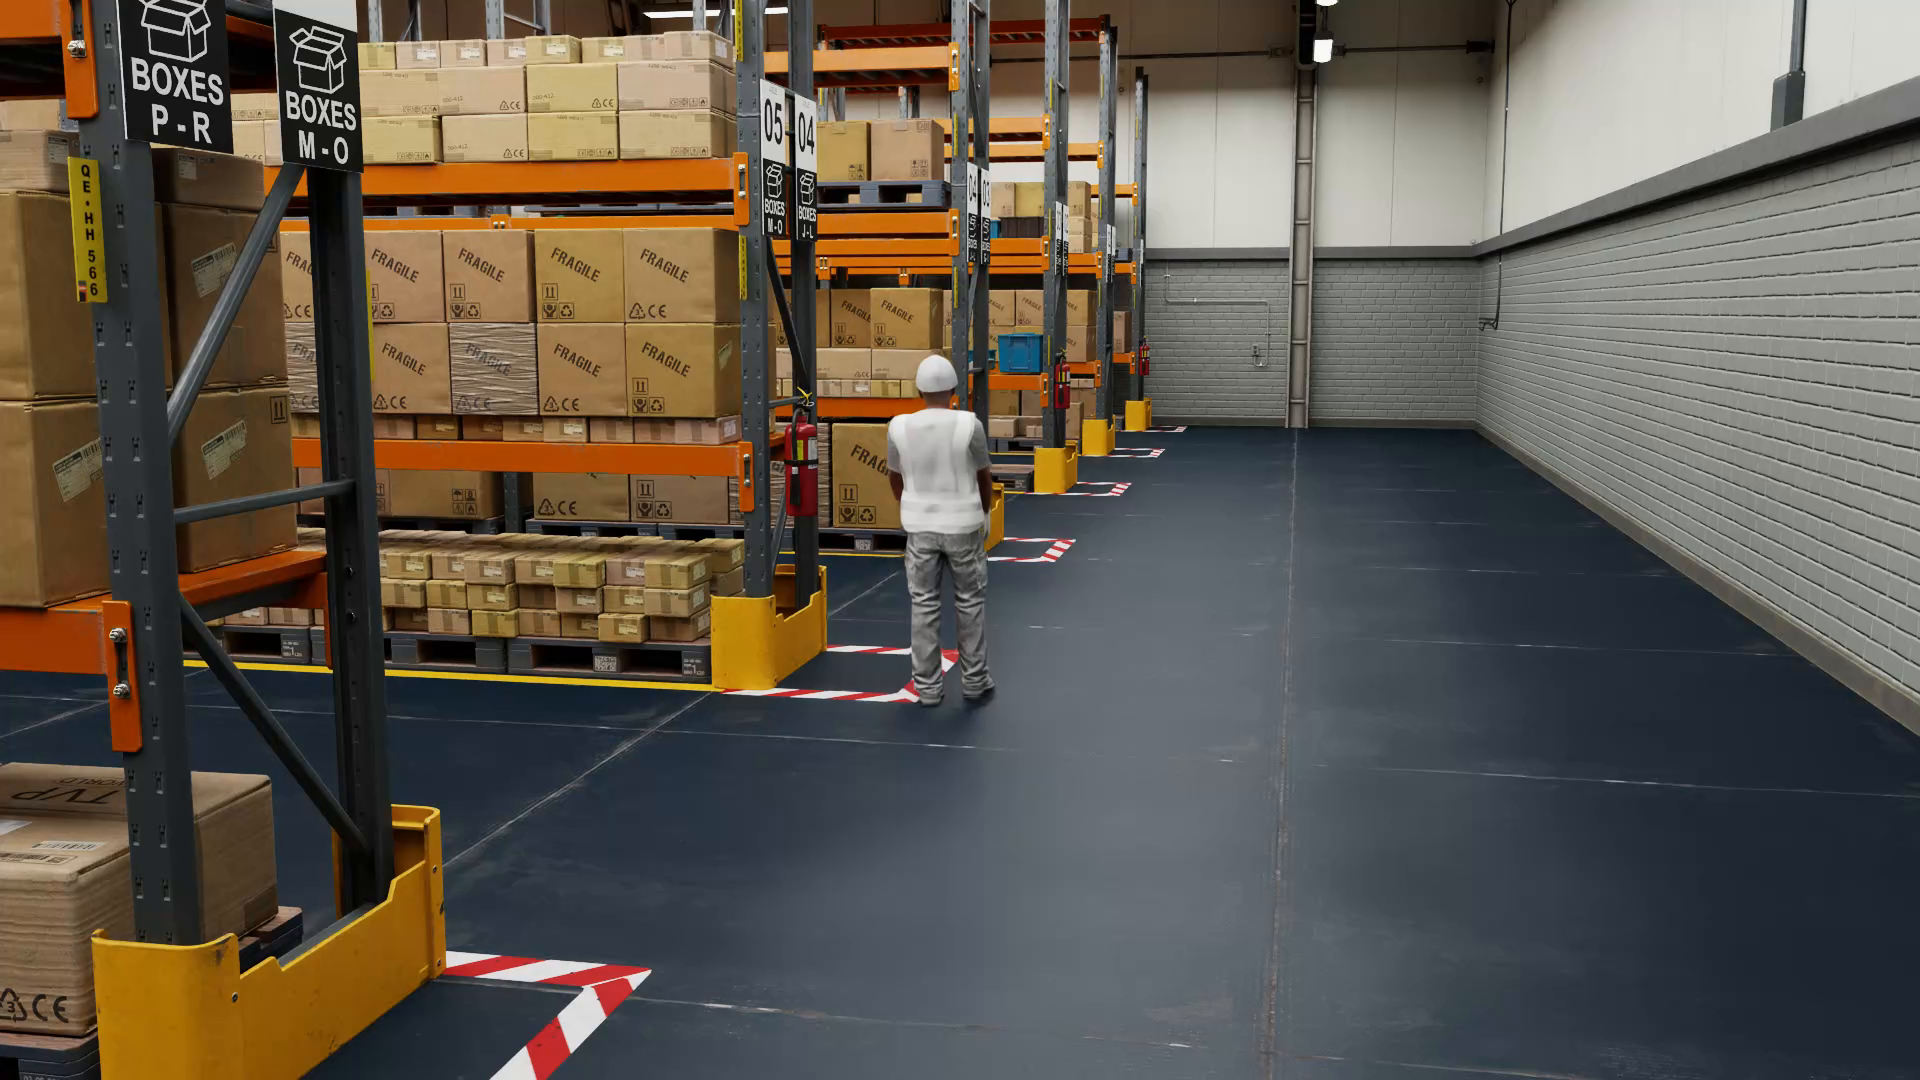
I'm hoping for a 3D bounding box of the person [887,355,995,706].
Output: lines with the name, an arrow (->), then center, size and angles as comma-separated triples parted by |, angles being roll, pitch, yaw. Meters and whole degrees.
person -> -0.094, -0.065, 8.636 | 0.540, 1.785, 0.551 | 1, 8, 9
